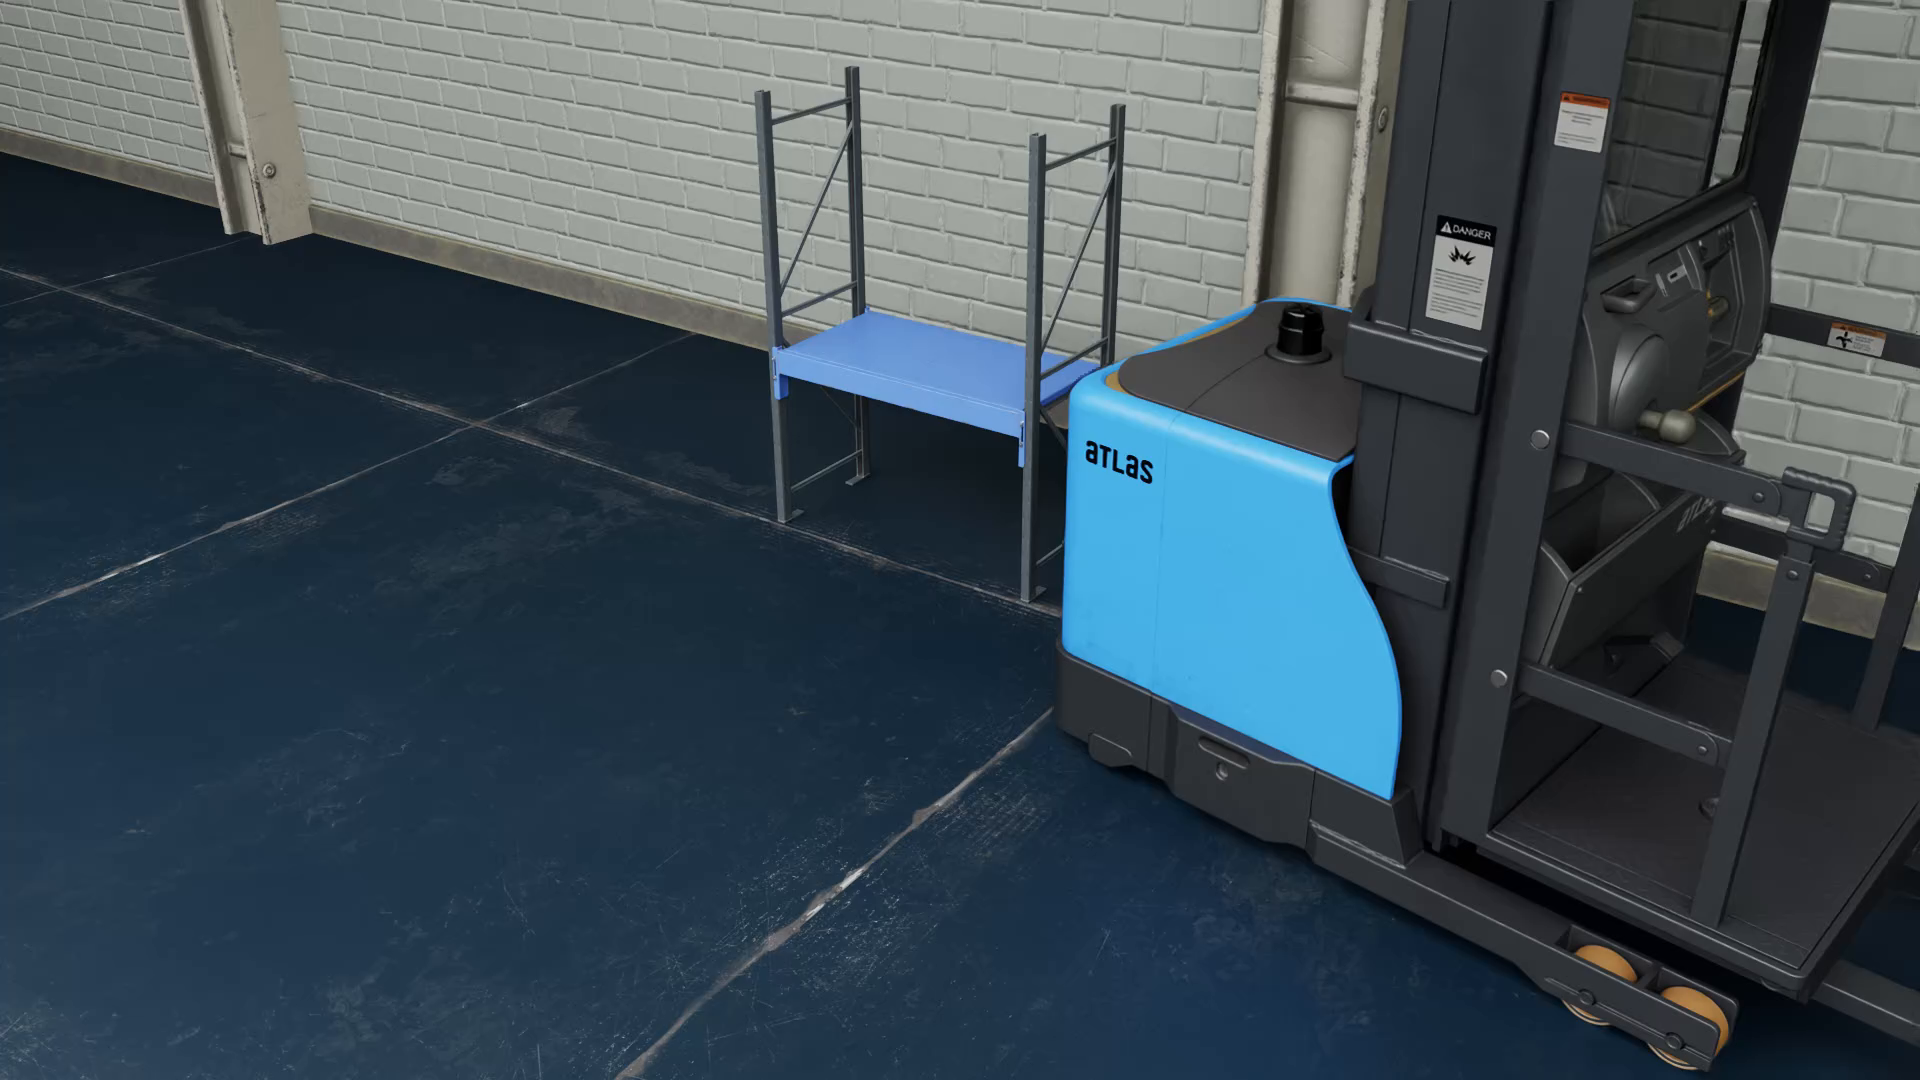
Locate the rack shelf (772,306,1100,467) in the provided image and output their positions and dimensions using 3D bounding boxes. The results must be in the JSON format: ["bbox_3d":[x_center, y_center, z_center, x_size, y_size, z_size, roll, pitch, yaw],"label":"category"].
[{"bbox_3d":[-0.070,-0.530,5.534,1.000,0.185,0.538,17,32,30],"label":"rack shelf"}]

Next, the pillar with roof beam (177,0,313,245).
[{"bbox_3d":[-6.180,-4.075,3.836,0.400,9.000,9.100,17,32,30],"label":"pillar with roof beam"}]

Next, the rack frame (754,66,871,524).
[{"bbox_3d":[-0.489,-0.821,5.709,0.032,1.500,0.500,17,32,30],"label":"rack frame"}]

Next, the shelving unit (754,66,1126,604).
[{"bbox_3d":[-0.070,-0.690,5.453,1.048,1.500,0.538,17,32,30],"label":"shelving unit"}]

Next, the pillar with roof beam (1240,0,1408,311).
[{"bbox_3d":[-1.235,-2.534,0.808,0.400,9.000,9.100,17,32,30],"label":"pillar with roof beam"}]

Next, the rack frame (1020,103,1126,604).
[{"bbox_3d":[0.349,-0.560,5.196,0.032,1.500,0.500,17,32,30],"label":"rack frame"}]

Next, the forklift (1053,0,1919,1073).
[{"bbox_3d":[1.680,-0.451,3.404,3.031,2.935,1.130,23,35,38],"label":"forklift"}]
